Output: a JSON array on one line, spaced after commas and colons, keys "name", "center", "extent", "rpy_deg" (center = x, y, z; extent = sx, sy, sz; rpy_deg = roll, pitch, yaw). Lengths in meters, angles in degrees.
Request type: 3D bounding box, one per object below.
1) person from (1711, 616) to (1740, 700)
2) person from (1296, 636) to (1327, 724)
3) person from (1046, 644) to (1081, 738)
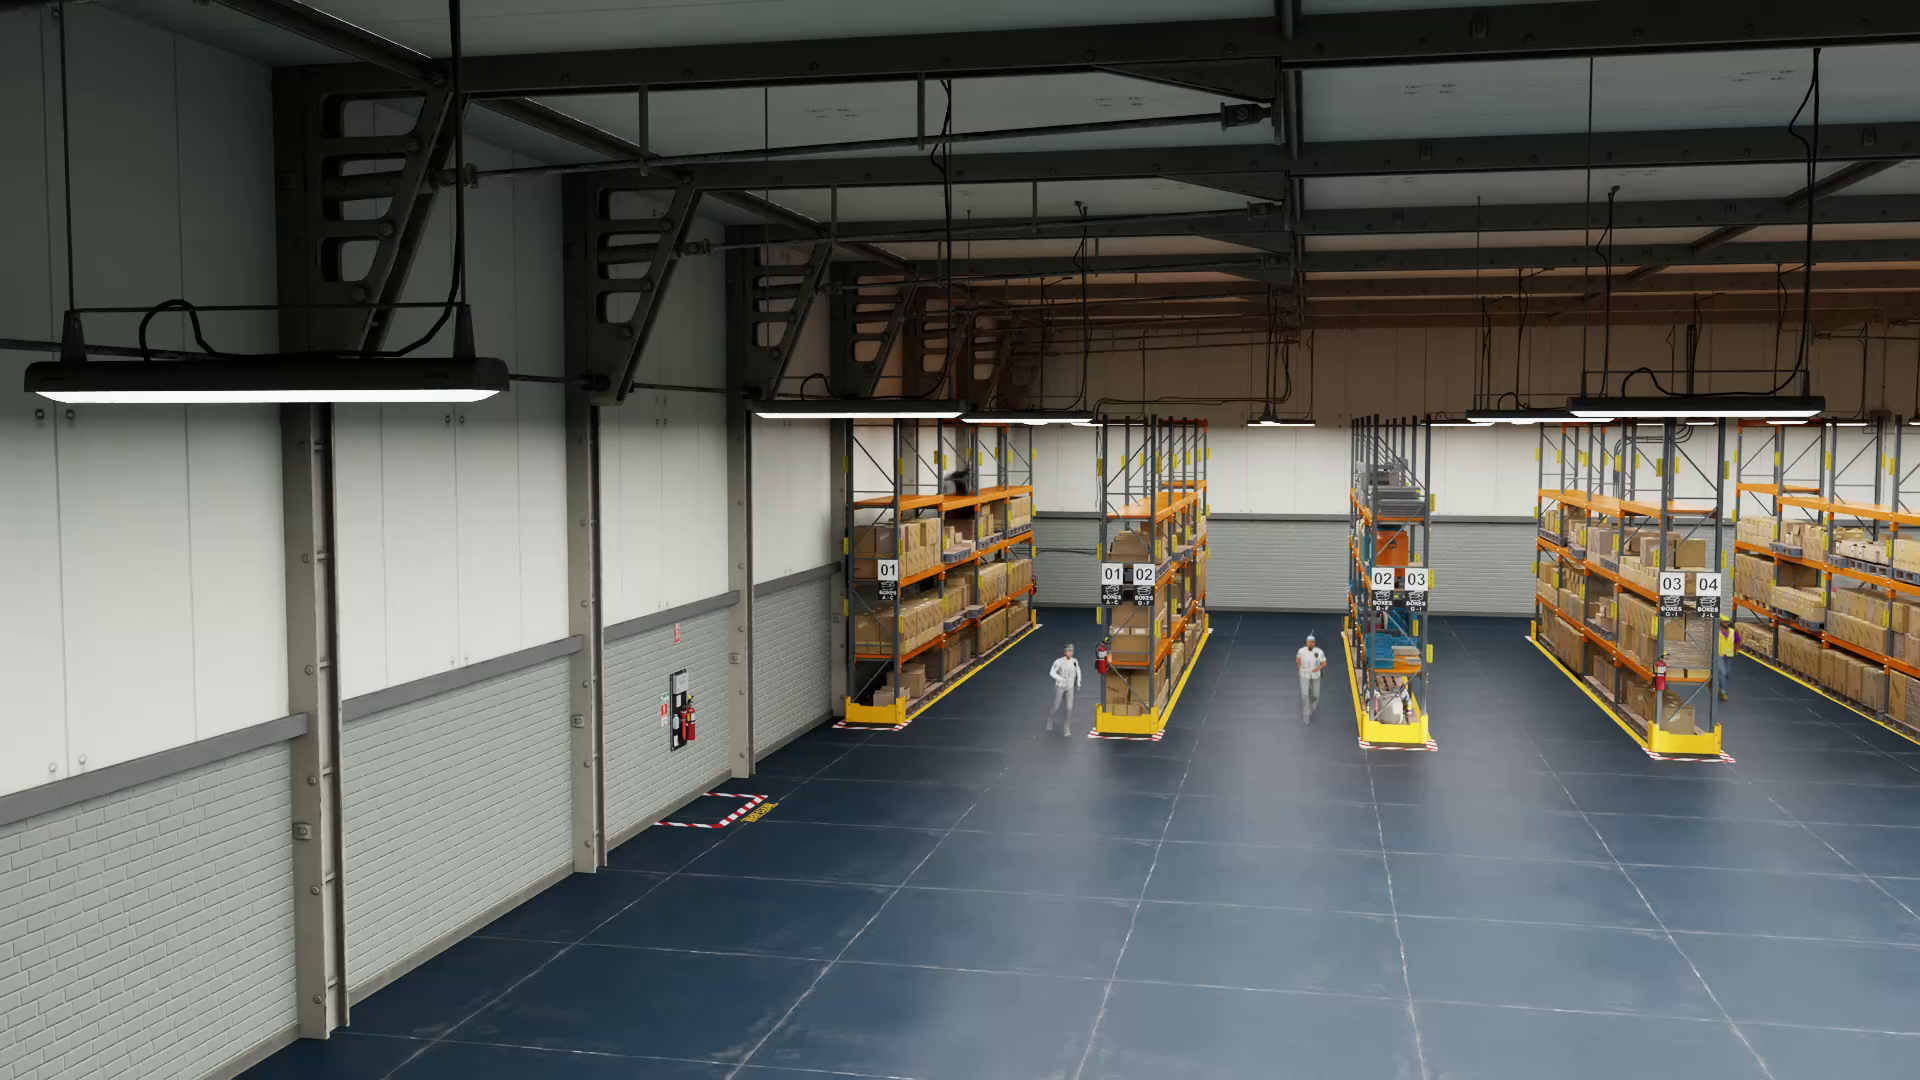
[{"name": "person", "center": [16.244, 2.476, 35.411], "extent": [0.723, 1.756, 0.861], "rpy_deg": [0, 4, 3]}, {"name": "person", "center": [6.932, 2.726, 32.795], "extent": [0.575, 1.681, 1.094], "rpy_deg": [1, 4, 9]}, {"name": "person", "center": [1.998, 2.807, 31.258], "extent": [0.664, 1.740, 0.766], "rpy_deg": [-1, 4, -16]}]
